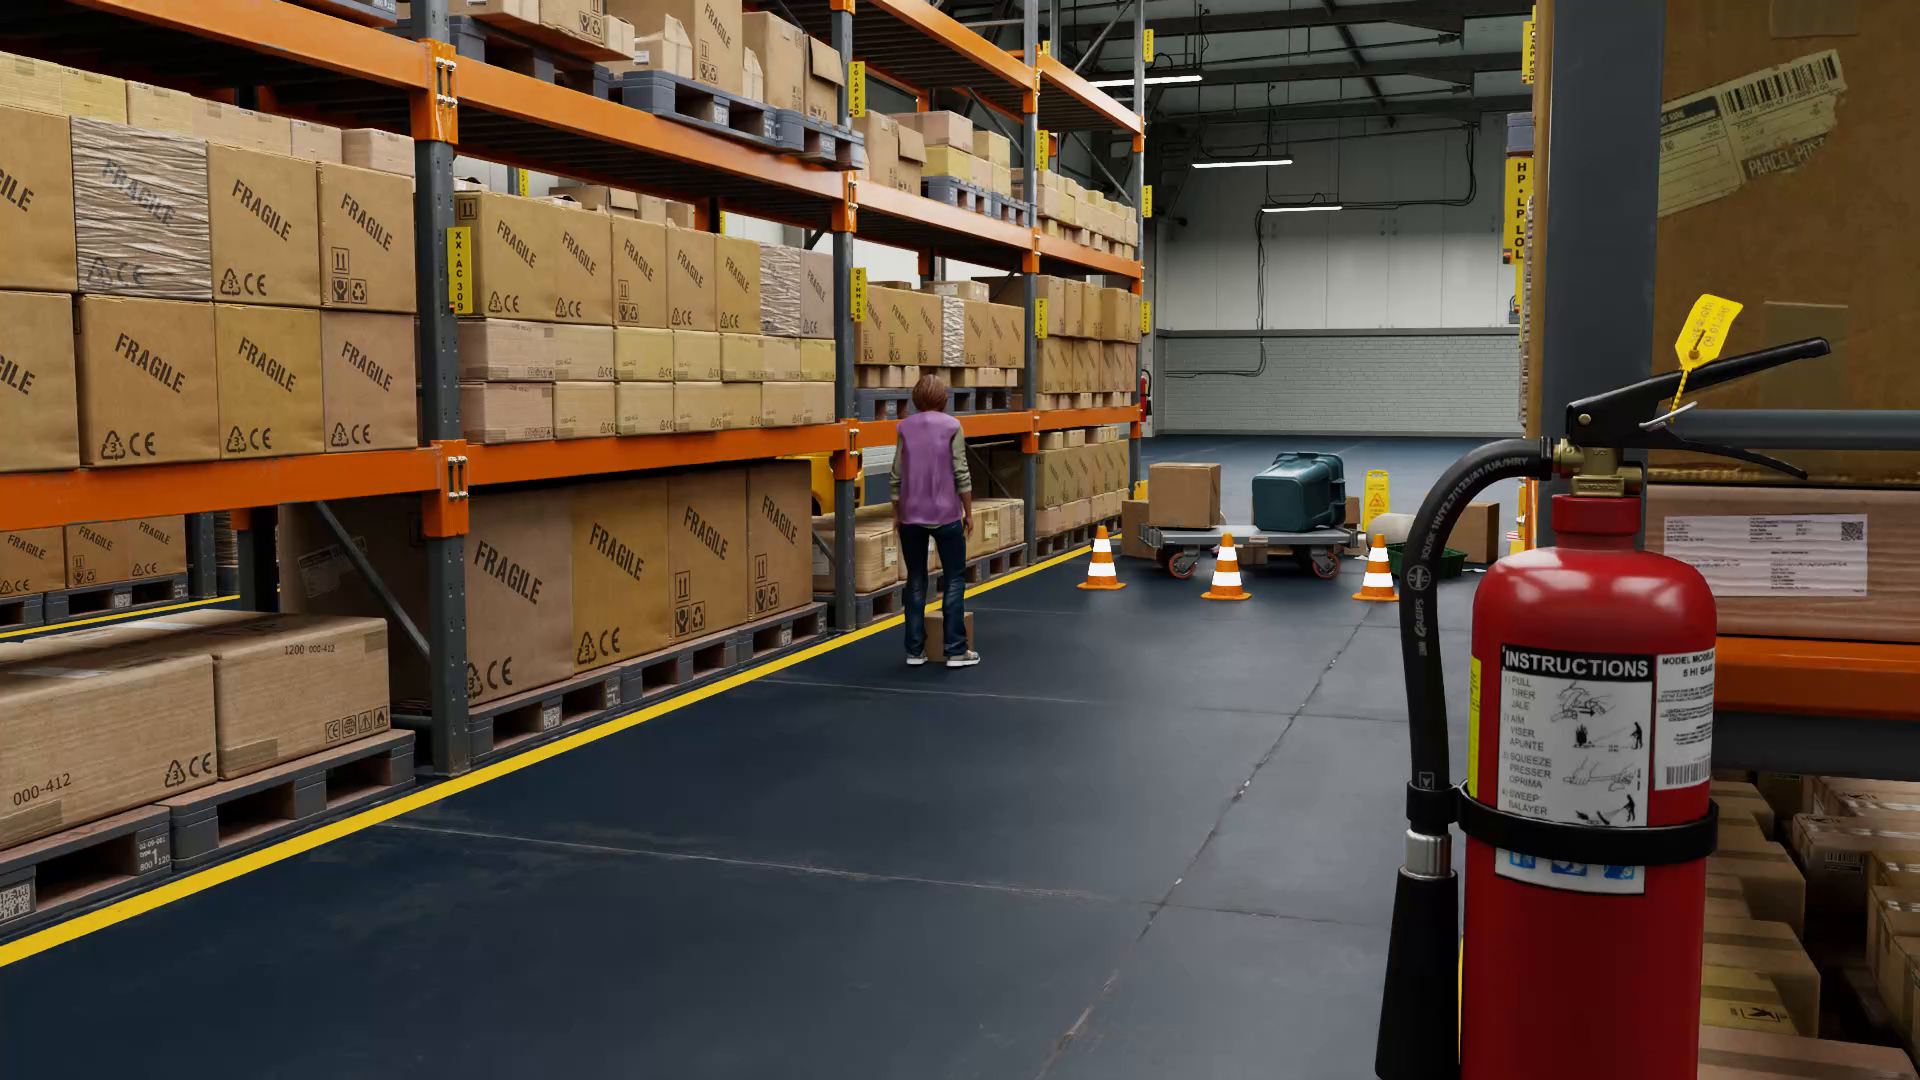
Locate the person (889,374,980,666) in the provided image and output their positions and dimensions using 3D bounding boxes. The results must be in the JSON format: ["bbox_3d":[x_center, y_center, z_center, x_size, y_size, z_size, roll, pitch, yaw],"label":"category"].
[{"bbox_3d":[-0.149,-0.104,9.064,0.476,1.591,0.346,1,6,15],"label":"person"}]
